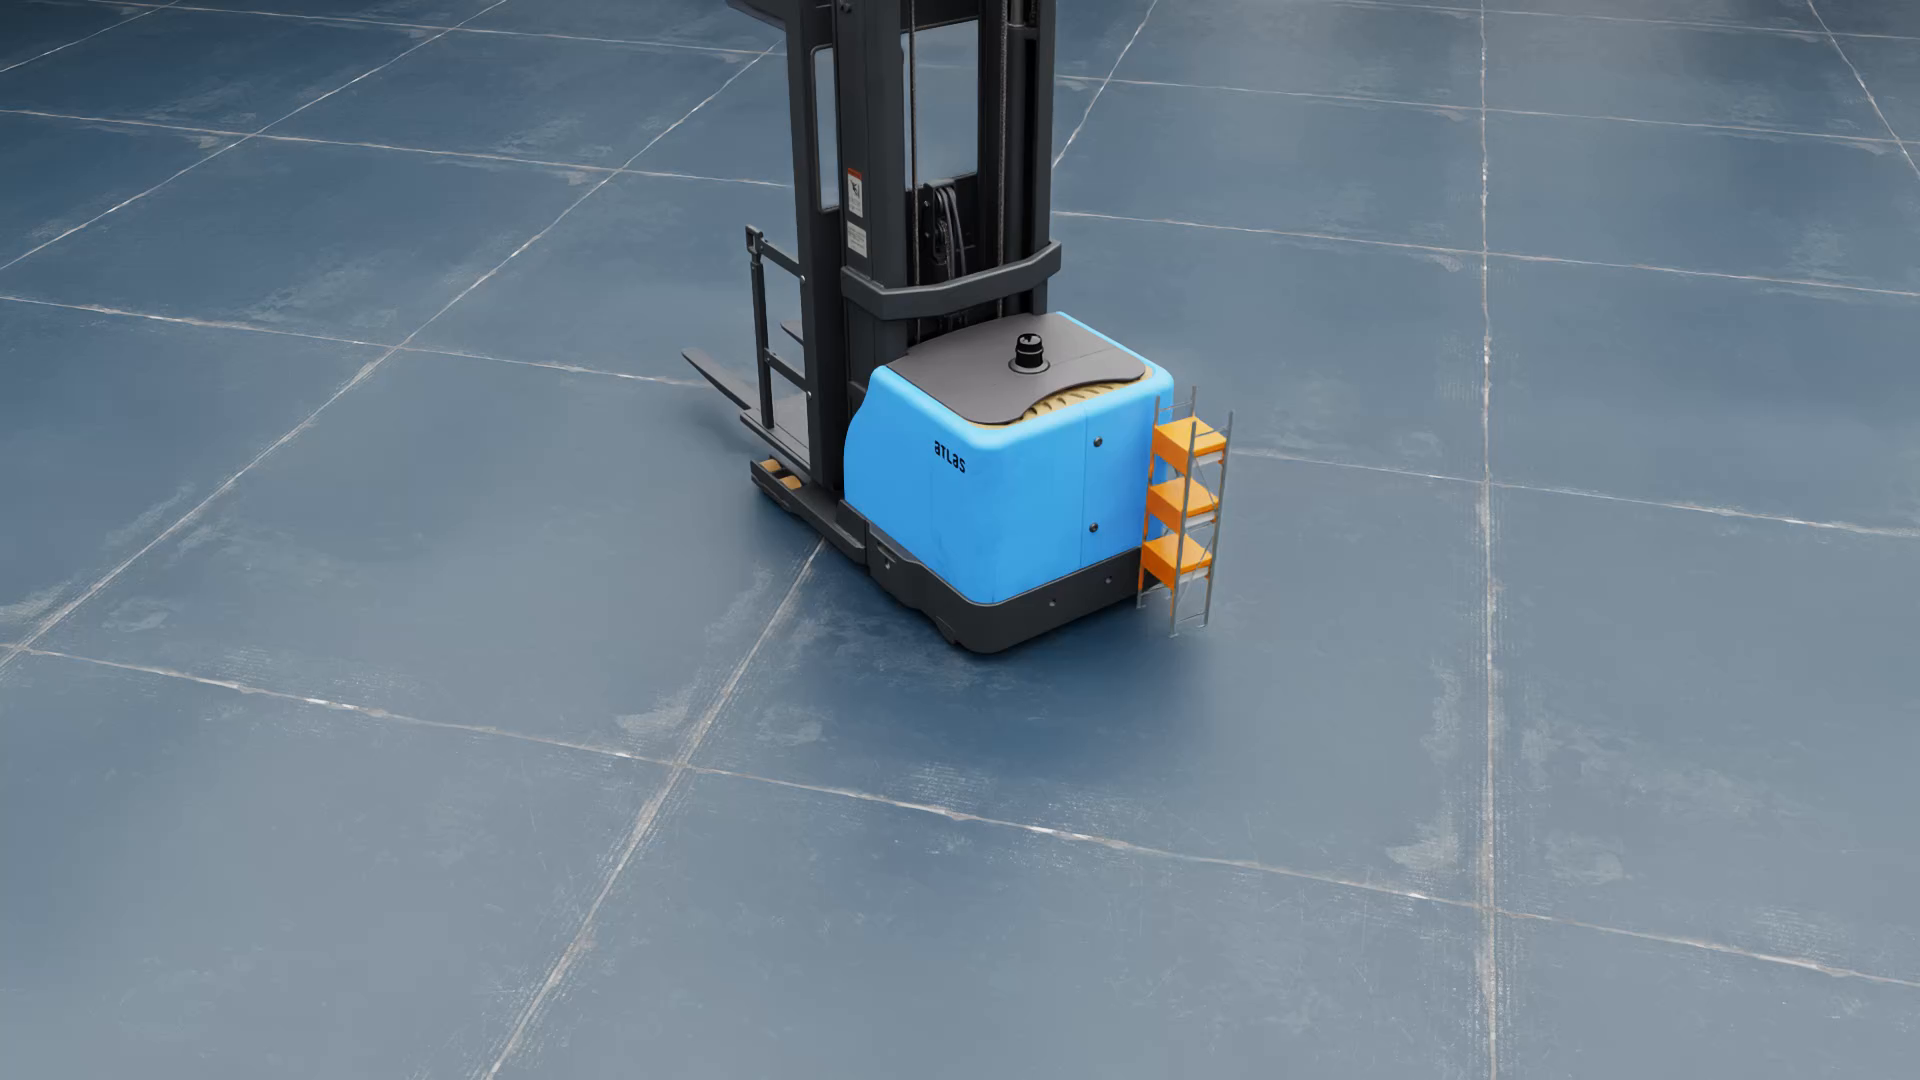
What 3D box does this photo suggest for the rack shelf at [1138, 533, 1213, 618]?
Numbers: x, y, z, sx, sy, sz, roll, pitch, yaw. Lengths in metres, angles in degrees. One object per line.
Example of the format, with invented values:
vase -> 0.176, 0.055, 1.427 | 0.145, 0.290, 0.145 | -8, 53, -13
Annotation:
rack shelf -> 0.922, 0.136, 7.088 | 0.215, 0.259, 0.240 | -16, 37, -25

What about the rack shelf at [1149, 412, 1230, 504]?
rack shelf -> 0.933, -0.336, 6.784 | 0.215, 0.259, 0.240 | -16, 37, -25

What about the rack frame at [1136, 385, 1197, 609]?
rack frame -> 0.867, -0.165, 7.020 | 0.200, 1.050, 0.008 | -16, 37, -25

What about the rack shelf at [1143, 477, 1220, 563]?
rack shelf -> 0.928, -0.097, 6.938 | 0.215, 0.259, 0.240 | -16, 37, -25

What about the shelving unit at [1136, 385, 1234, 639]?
shelving unit -> 0.928, -0.106, 6.932 | 0.215, 1.050, 0.252 | -16, 37, -25

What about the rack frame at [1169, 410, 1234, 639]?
rack frame -> 0.989, -0.048, 6.844 | 0.200, 1.050, 0.008 | -16, 37, -25

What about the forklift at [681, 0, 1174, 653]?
forklift -> -0.358, -1.511, 7.395 | 1.130, 2.935, 3.031 | -21, 38, -29
